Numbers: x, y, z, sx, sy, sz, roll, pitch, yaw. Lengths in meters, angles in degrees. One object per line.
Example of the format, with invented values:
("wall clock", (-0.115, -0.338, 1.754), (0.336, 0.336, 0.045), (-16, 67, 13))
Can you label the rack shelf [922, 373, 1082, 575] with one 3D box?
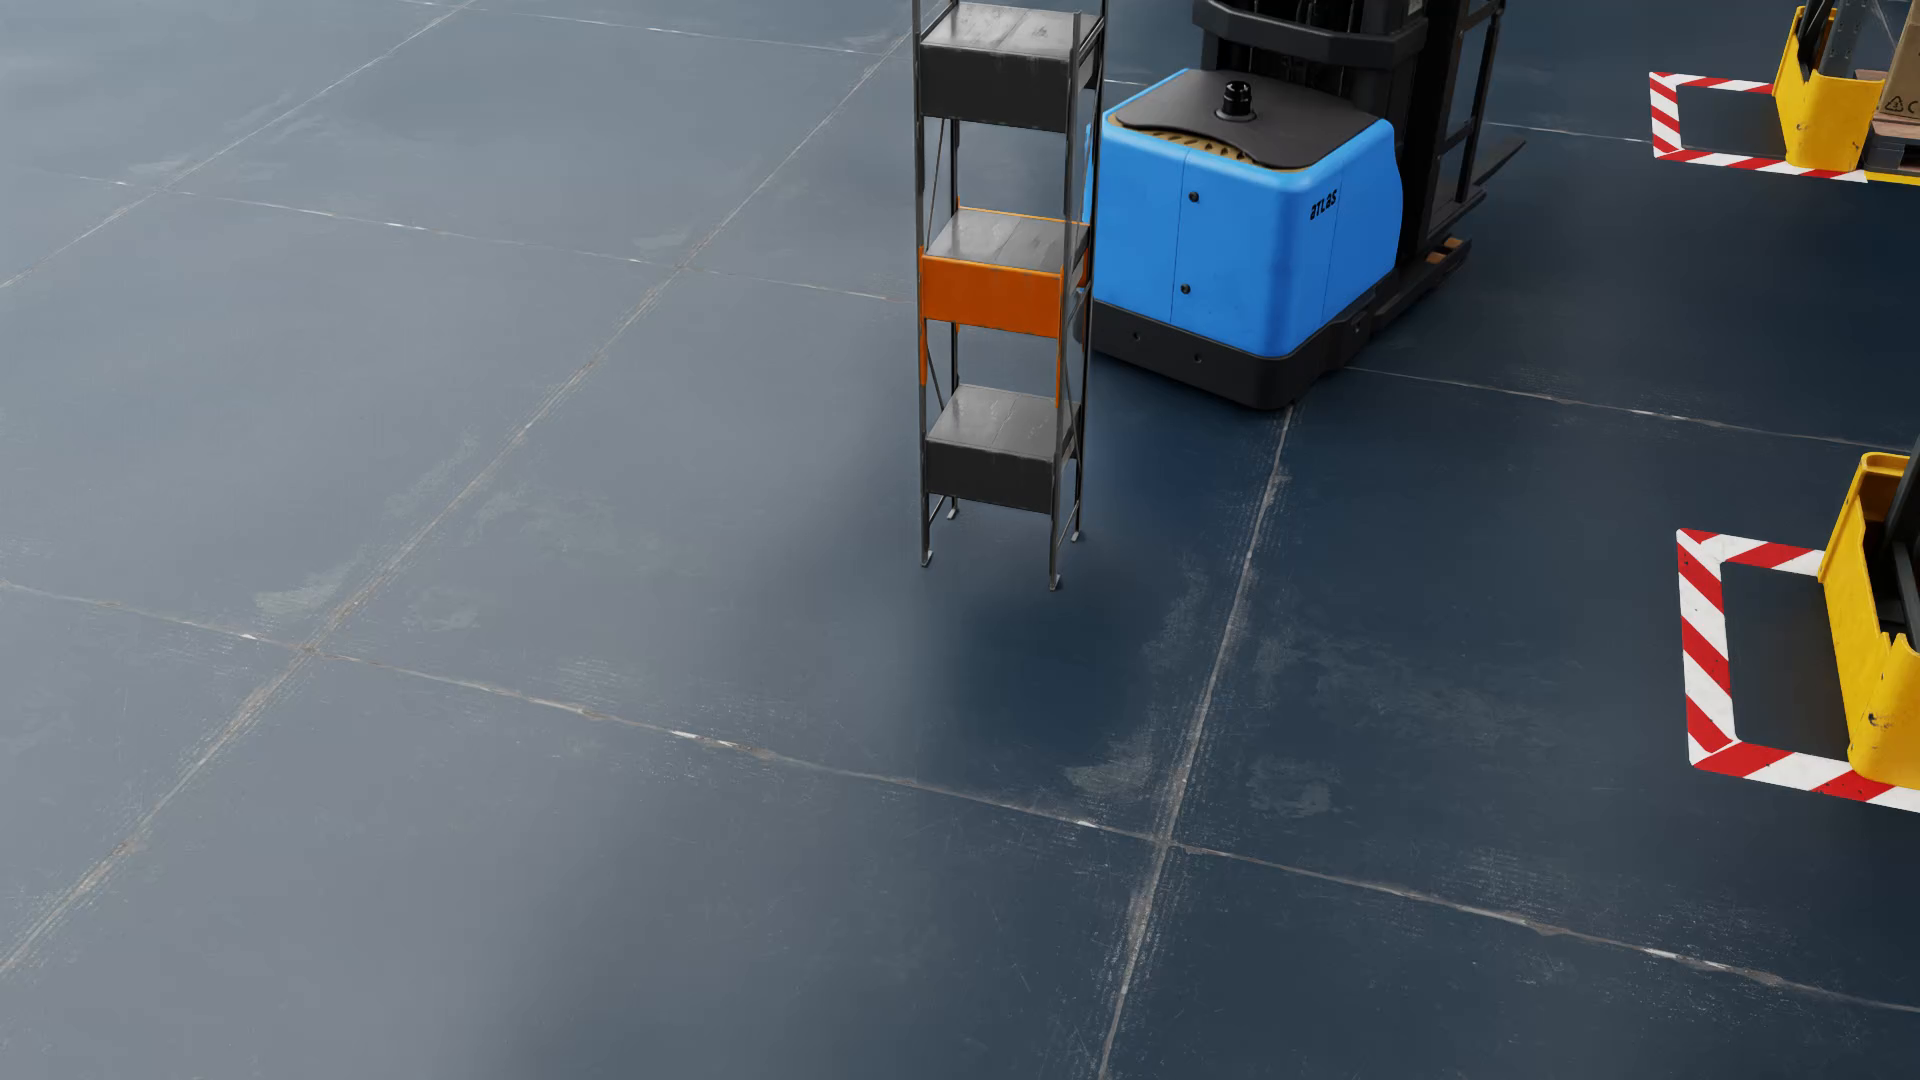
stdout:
("rack shelf", (0.158, -0.242, 6.011), (0.480, 0.518, 0.431), (10, 38, 14))

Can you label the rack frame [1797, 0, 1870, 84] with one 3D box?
("rack frame", (4.746, -3.546, 8.538), (0.127, 3.000, 1.000), (10, 38, 14))

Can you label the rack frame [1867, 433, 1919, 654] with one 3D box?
("rack frame", (3.170, -0.758, 4.749), (0.127, 3.000, 1.000), (10, 38, 14))

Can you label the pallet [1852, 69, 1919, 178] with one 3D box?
("pallet", (5.583, -2.246, 9.124), (1.213, 0.211, 1.003), (10, 38, 14))

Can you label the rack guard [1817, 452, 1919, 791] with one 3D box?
("rack guard", (3.148, 0.245, 5.496), (0.348, 0.500, 1.175), (10, 38, 14))

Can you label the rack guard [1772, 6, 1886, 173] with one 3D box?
("rack guard", (4.818, -2.526, 9.260), (0.348, 0.500, 1.175), (10, 38, 14))

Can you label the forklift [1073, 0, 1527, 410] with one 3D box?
("forklift", (1.796, -2.534, 7.221), (1.130, 2.935, 3.031), (25, 43, 29))

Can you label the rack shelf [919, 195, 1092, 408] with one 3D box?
("rack shelf", (0.158, -0.805, 5.596), (0.480, 0.518, 0.431), (10, 38, 14))

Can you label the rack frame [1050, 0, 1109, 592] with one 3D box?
("rack frame", (0.391, -0.773, 5.529), (0.015, 2.100, 0.400), (10, 38, 14))

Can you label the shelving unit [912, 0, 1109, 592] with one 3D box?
("shelving unit", (0.158, -0.816, 5.588), (0.503, 2.100, 0.431), (10, 38, 14))

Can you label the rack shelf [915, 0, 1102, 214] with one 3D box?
("rack shelf", (0.158, -1.369, 5.181), (0.480, 0.518, 0.431), (10, 38, 14))

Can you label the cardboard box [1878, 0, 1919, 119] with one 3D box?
("cardboard box", (5.337, -2.589, 8.991), (0.500, 0.500, 0.500), (18, 40, 22))

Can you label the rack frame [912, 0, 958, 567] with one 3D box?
("rack frame", (-0.075, -0.860, 5.646), (0.015, 2.100, 0.400), (10, 38, 14))
